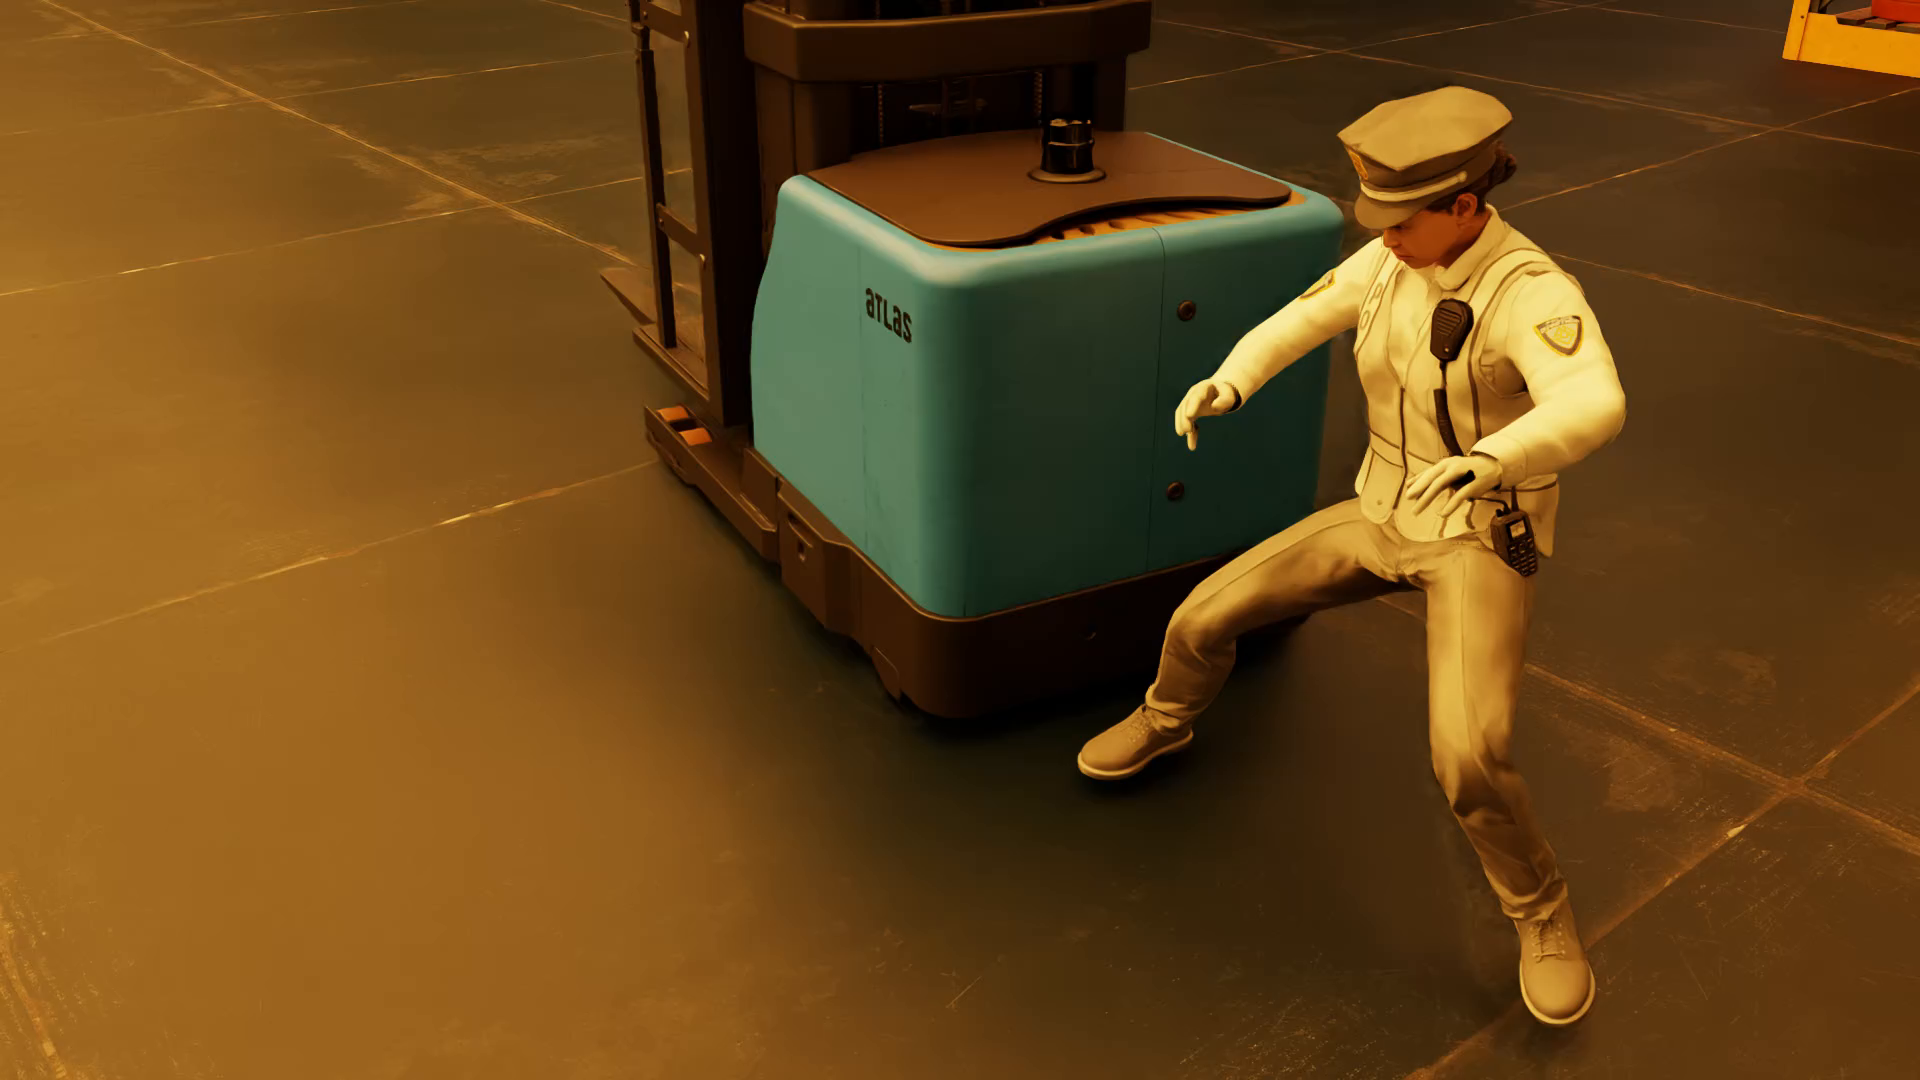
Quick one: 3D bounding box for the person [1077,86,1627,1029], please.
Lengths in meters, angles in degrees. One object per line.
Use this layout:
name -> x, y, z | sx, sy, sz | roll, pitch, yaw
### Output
person -> 0.713, -0.021, 2.843 | 0.654, 1.429, 1.092 | -12, 29, -23

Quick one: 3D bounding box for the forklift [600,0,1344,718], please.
forklift -> -0.286, -1.553, 4.333 | 1.130, 2.935, 3.031 | -13, 29, -25
